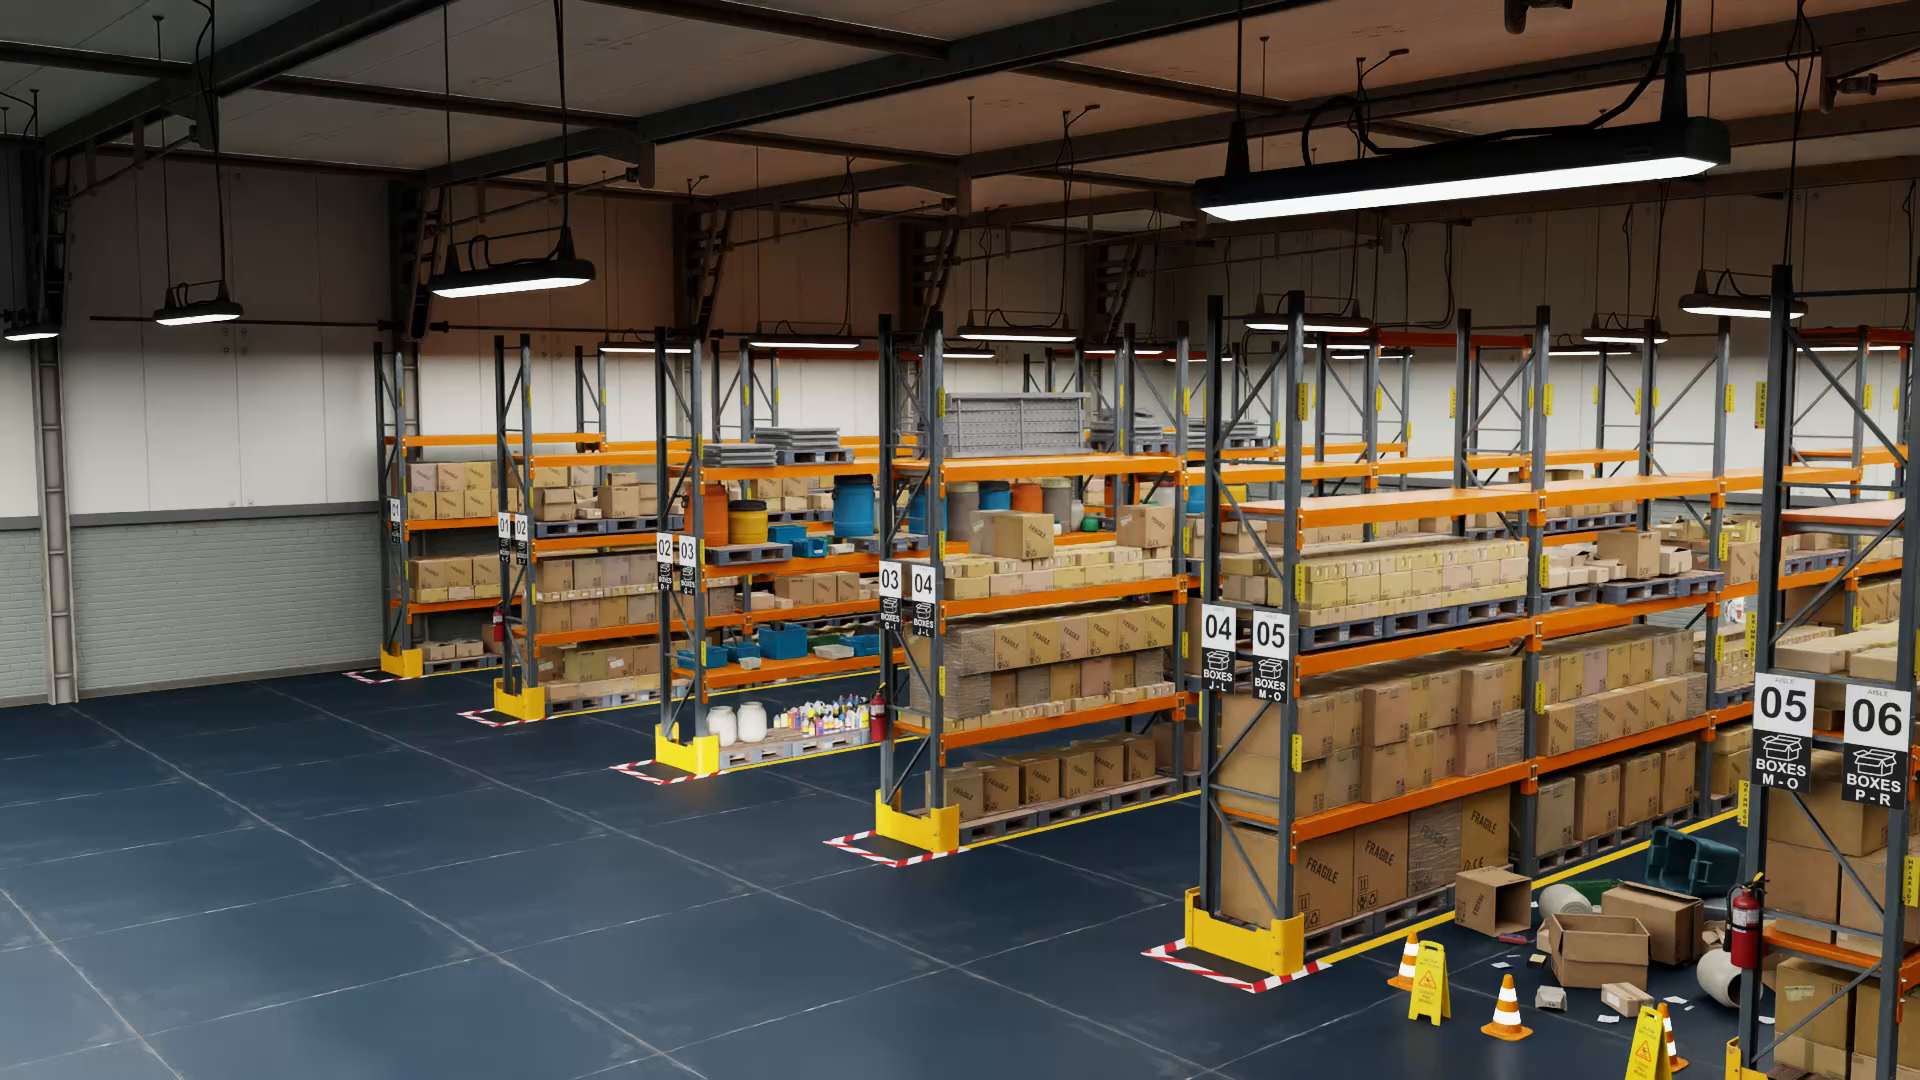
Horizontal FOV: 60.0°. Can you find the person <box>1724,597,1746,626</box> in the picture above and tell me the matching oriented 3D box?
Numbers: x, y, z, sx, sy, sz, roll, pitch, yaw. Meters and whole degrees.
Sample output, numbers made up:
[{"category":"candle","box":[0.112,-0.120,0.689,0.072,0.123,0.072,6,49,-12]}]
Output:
[{"category":"person","box":[14.319,1.557,30.577,0.683,1.628,0.512,3,6,30]}]

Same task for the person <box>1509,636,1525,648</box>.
[{"category":"person","box":[8.293,2.116,24.345,0.651,1.679,0.727,-3,6,-31]}]

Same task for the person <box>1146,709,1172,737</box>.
[{"category":"person","box":[2.873,2.154,24.152,1.051,1.579,0.553,-5,7,-43]}]
